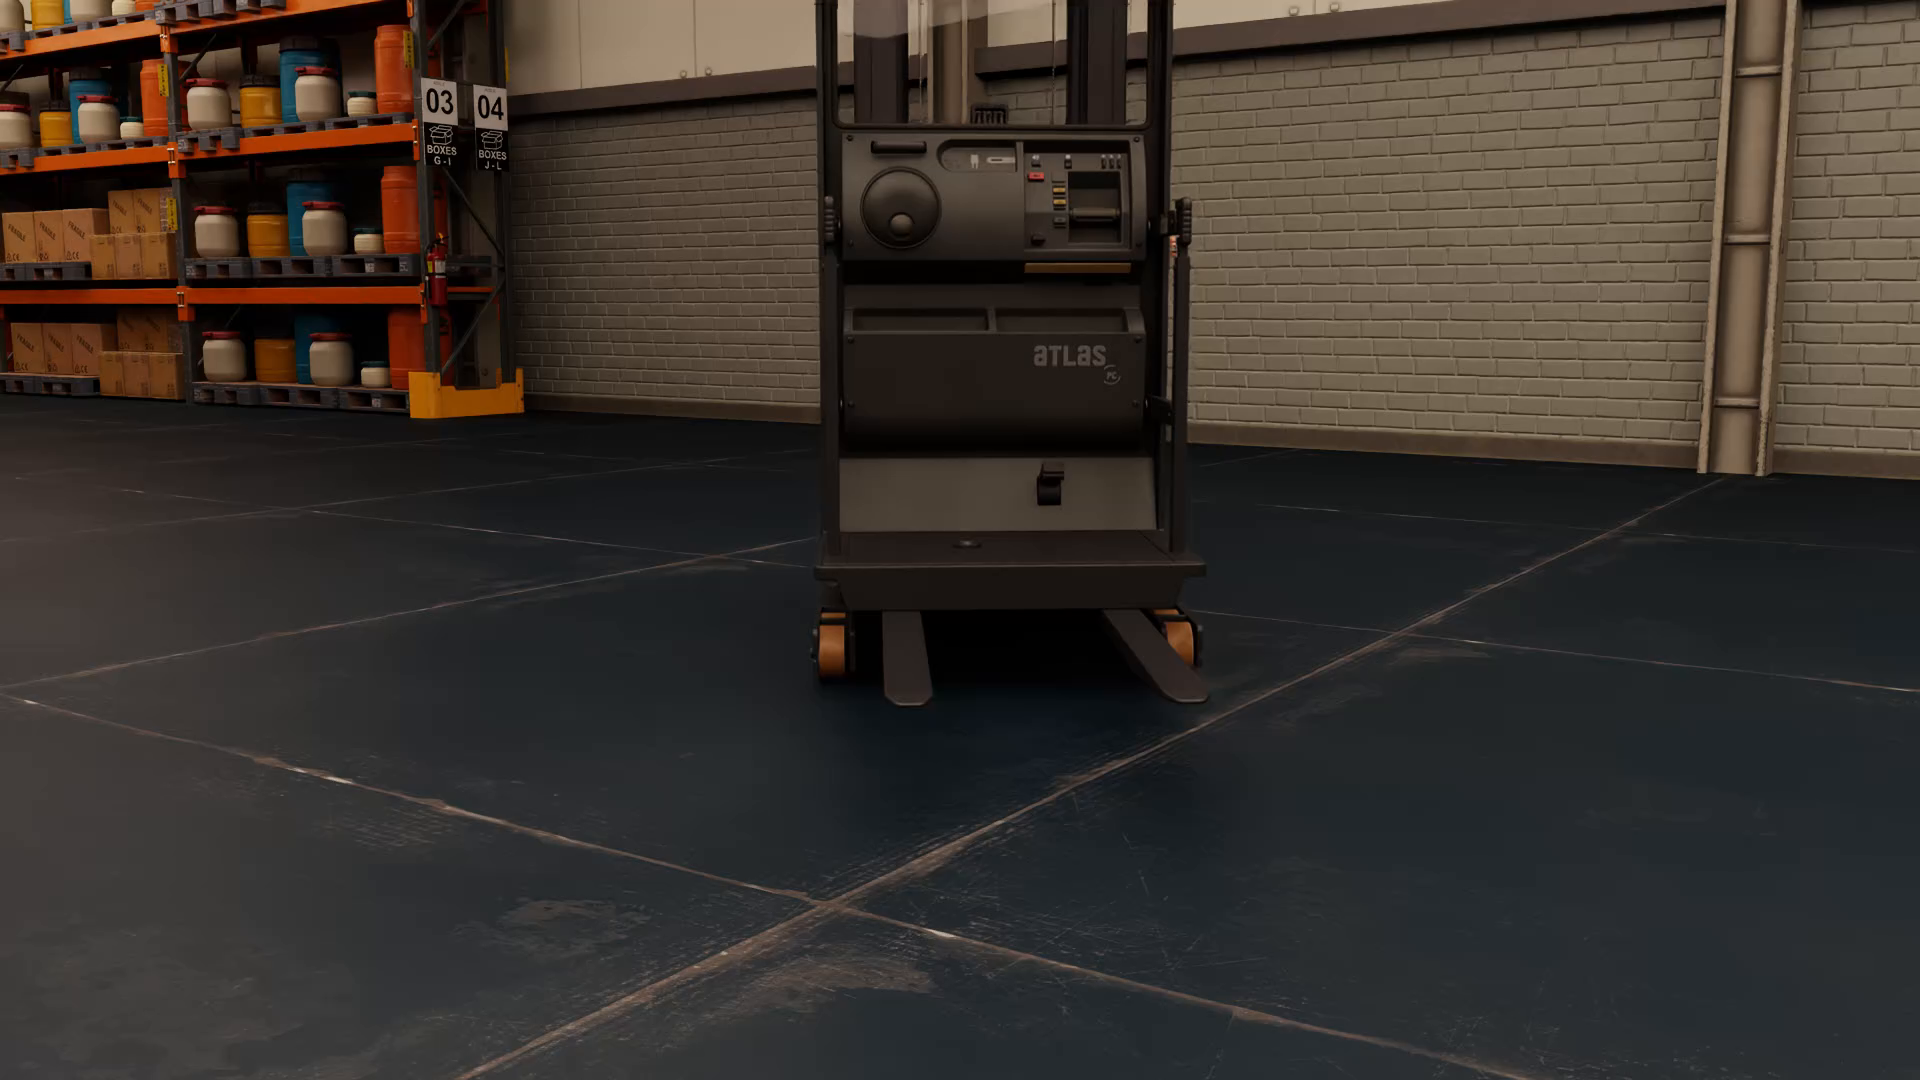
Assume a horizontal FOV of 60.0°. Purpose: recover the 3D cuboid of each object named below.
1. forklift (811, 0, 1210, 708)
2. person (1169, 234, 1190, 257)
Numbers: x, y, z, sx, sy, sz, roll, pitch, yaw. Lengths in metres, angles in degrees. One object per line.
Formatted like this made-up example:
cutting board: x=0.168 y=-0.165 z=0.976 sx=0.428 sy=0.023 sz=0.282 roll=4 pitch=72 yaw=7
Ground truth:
forklift: x=0.118 y=-1.094 z=4.885 sx=1.130 sy=2.935 sz=3.031 roll=0 pitch=8 yaw=-3
person: x=0.527 y=-0.811 z=7.390 sx=0.688 sy=1.651 sz=1.108 roll=-5 pitch=9 yaw=-30
